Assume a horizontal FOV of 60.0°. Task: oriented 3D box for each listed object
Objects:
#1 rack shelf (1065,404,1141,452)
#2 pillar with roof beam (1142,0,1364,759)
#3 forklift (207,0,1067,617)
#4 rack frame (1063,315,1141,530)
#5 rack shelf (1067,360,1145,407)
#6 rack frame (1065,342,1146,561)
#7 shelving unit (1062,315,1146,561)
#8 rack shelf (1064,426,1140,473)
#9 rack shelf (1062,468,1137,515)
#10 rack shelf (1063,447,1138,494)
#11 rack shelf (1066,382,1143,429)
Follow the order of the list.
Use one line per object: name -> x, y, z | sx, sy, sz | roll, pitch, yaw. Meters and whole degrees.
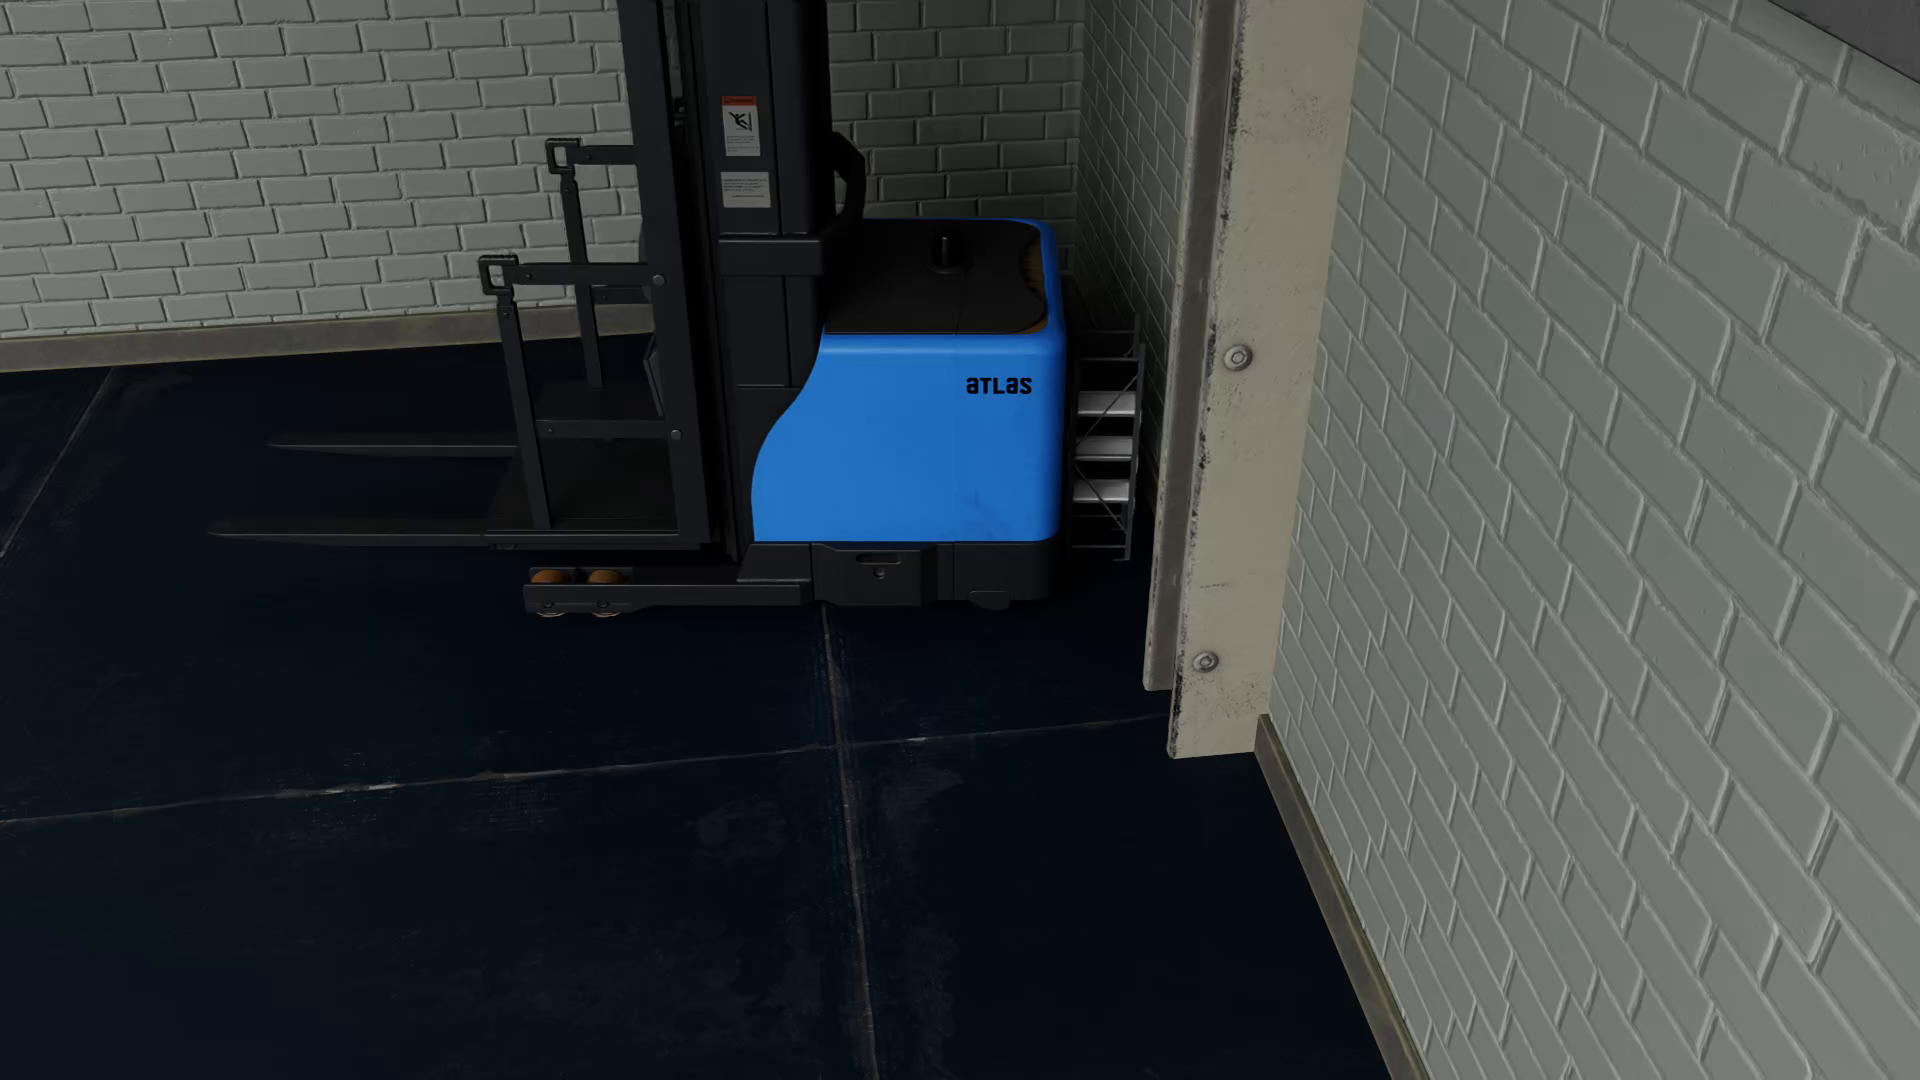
rack shelf -> 0.509, -0.401, 5.938 | 0.258, 0.077, 0.200 | 0, 34, 0
pillar with roof beam -> -3.477, -2.826, 2.405 | 9.100, 9.000, 0.400 | -4, 35, -6
forklift -> -1.155, -1.238, 5.464 | 3.031, 2.935, 1.130 | 0, 34, 0
rack frame -> 0.509, -0.412, 6.054 | 0.240, 0.900, 0.006 | 0, 34, 0
rack shelf -> 0.509, -0.550, 5.837 | 0.258, 0.077, 0.200 | 0, 34, 0
rack frame -> 0.508, -0.297, 5.886 | 0.240, 0.900, 0.006 | 0, 34, 0
shelving unit -> 0.508, -0.354, 5.970 | 0.258, 0.900, 0.210 | 0, 34, 0
rack shelf -> 0.508, -0.327, 5.989 | 0.258, 0.077, 0.200 | 0, 34, 0
rack shelf -> 0.508, -0.178, 6.090 | 0.258, 0.077, 0.200 | 0, 34, 0
rack shelf -> 0.508, -0.252, 6.039 | 0.258, 0.077, 0.200 | 0, 34, 0
rack shelf -> 0.509, -0.475, 5.887 | 0.258, 0.077, 0.200 | 0, 34, 0
